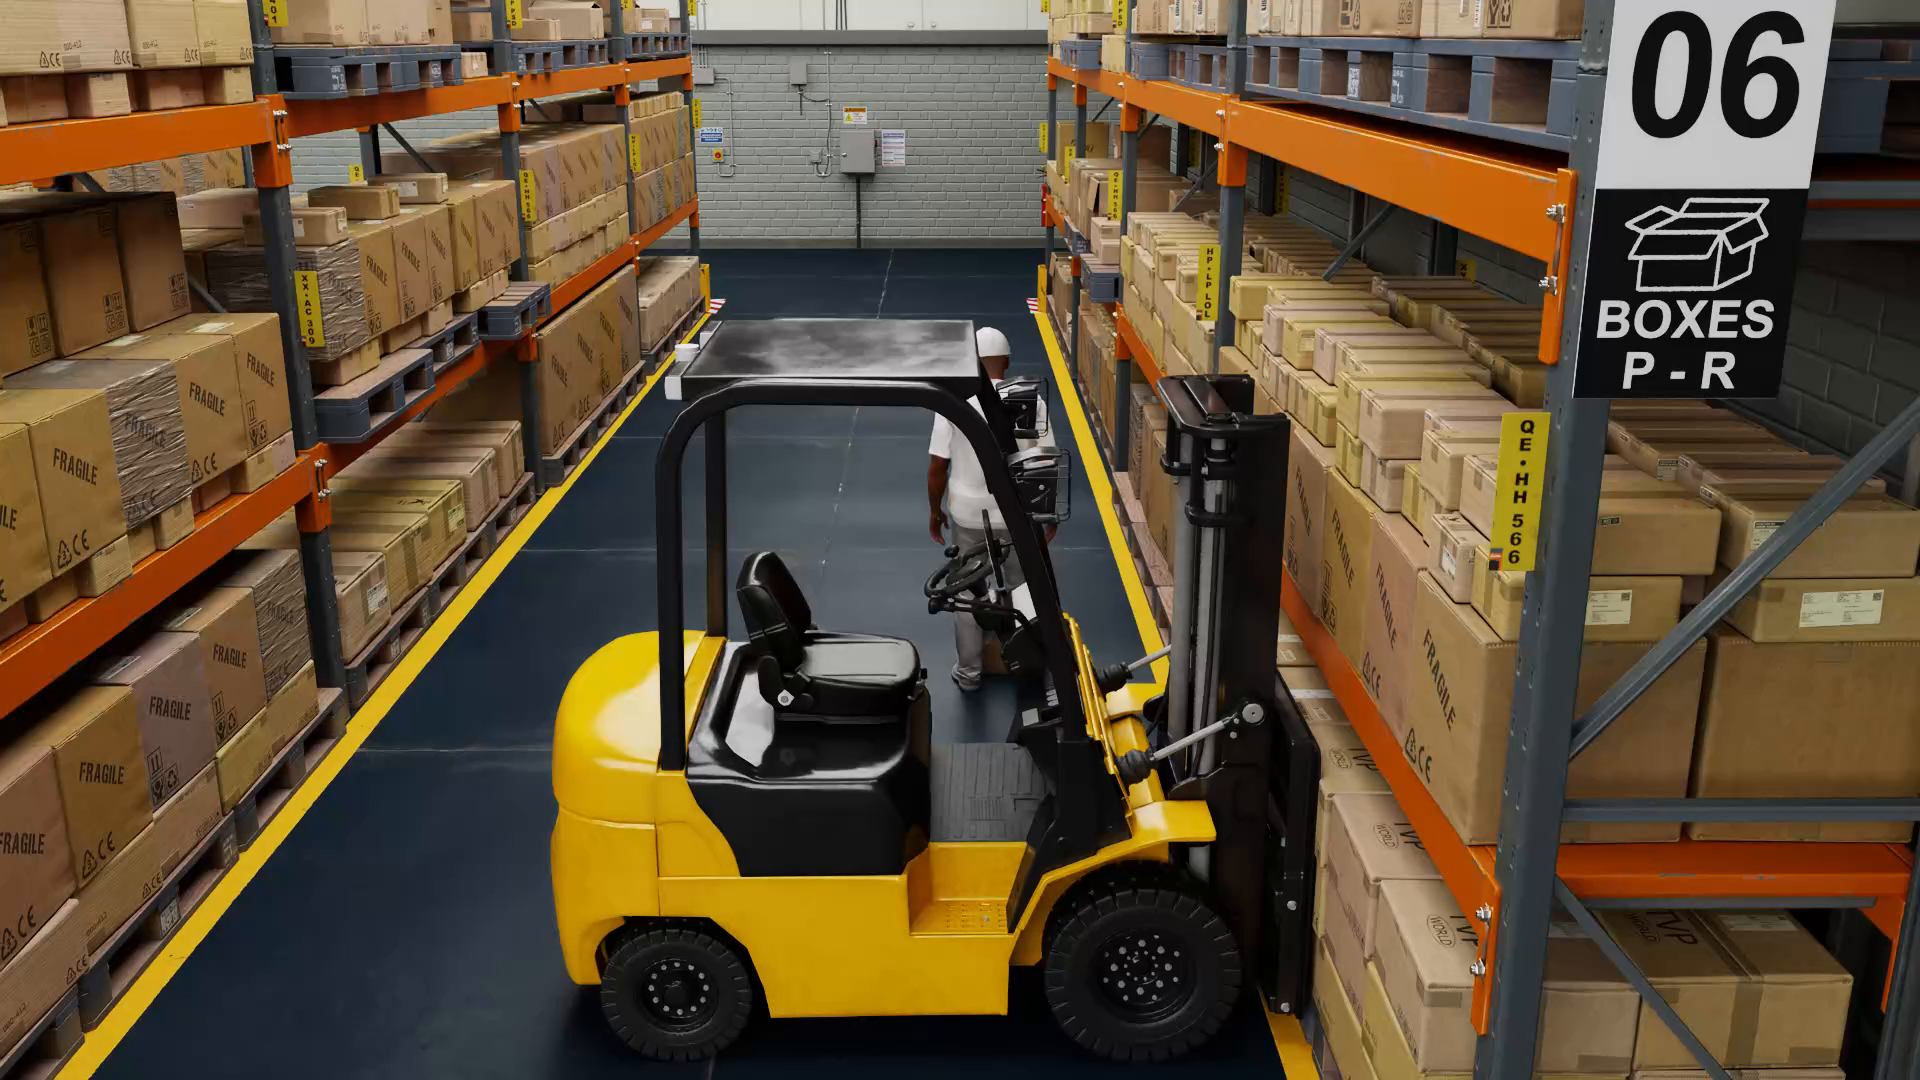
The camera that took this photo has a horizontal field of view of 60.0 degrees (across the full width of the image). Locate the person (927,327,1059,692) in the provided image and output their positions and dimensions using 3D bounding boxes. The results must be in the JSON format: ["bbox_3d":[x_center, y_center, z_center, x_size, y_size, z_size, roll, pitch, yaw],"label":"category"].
[{"bbox_3d":[0.158,-0.138,7.964,0.626,1.760,0.450,0,17,-1],"label":"person"}]
